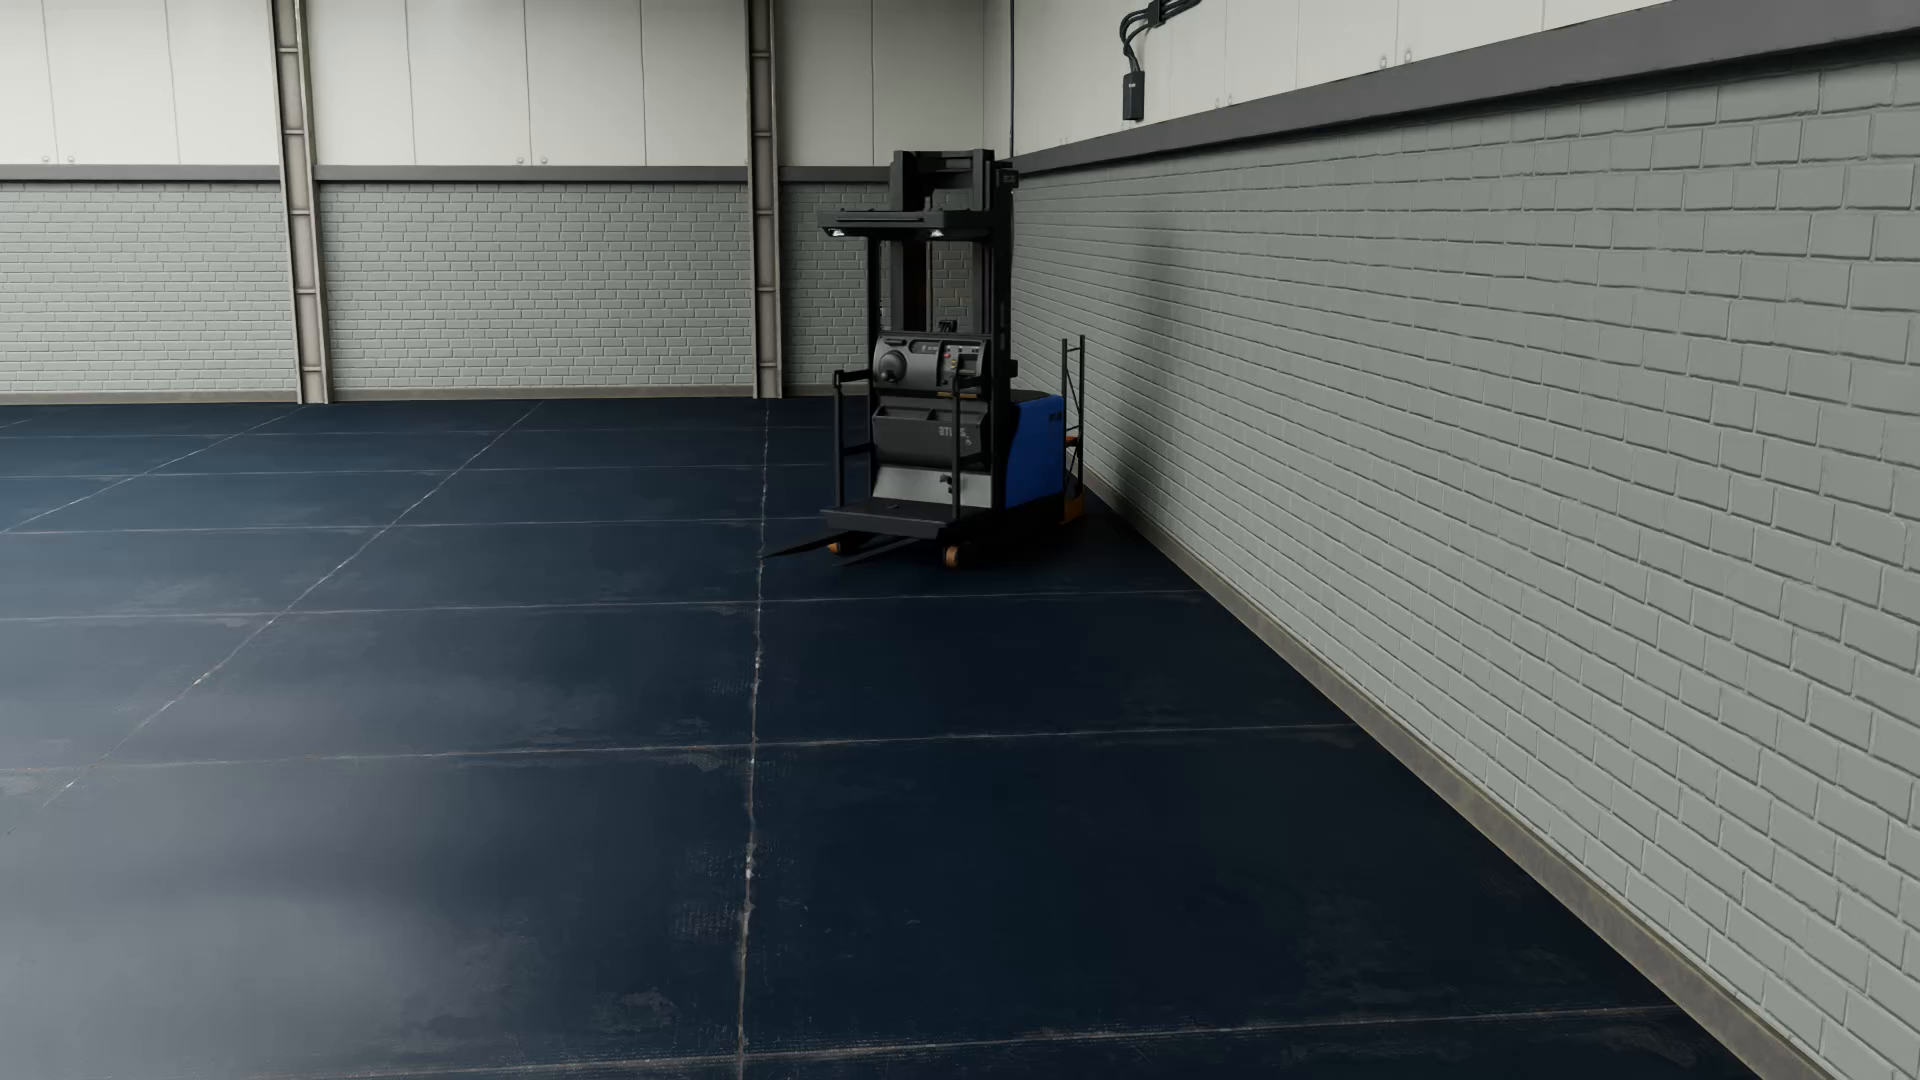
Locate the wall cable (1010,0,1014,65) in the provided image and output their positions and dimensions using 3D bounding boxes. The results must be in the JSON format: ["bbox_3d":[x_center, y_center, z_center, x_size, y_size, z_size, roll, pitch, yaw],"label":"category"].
[{"bbox_3d":[0.724,-6.623,18.187,0.112,2.526,3.097,-1,11,-6],"label":"wall cable"}]

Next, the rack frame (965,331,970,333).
[{"bbox_3d":[-0.020,-0.986,13.995,0.032,1.500,0.500,5,12,22],"label":"rack frame"}]

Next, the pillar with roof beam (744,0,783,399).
[{"bbox_3d":[-2.174,-5.554,17.792,0.400,9.000,9.100,-1,11,-6],"label":"pillar with roof beam"}]

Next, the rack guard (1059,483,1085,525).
[{"bbox_3d":[0.903,-0.300,13.745,0.087,0.250,0.587,5,12,22],"label":"rack guard"}]

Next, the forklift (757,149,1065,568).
[{"bbox_3d":[-0.326,-1.334,12.058,1.130,2.935,3.031,6,13,29],"label":"forklift"}]

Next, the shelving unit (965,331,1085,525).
[{"bbox_3d":[0.442,-0.949,13.810,1.083,1.500,0.587,5,12,22],"label":"shelving unit"}]

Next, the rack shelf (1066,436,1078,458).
[{"bbox_3d":[0.451,-0.772,13.841,1.000,0.185,0.538,5,12,22],"label":"rack shelf"}]

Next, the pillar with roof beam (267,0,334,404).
[{"bbox_3d":[-8.139,-5.429,17.156,0.400,9.000,9.100,-1,11,-6],"label":"pillar with roof beam"}]

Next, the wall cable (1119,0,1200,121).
[{"bbox_3d":[1.442,-6.035,11.423,0.169,6.003,2.305,-1,11,-6],"label":"wall cable"}]

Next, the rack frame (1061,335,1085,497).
[{"bbox_3d":[0.921,-0.912,13.617,0.032,1.500,0.500,5,12,22],"label":"rack frame"}]

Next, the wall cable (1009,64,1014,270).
[{"bbox_3d":[0.432,-4.664,21.313,0.112,2.526,3.097,-1,11,-6],"label":"wall cable"}]
